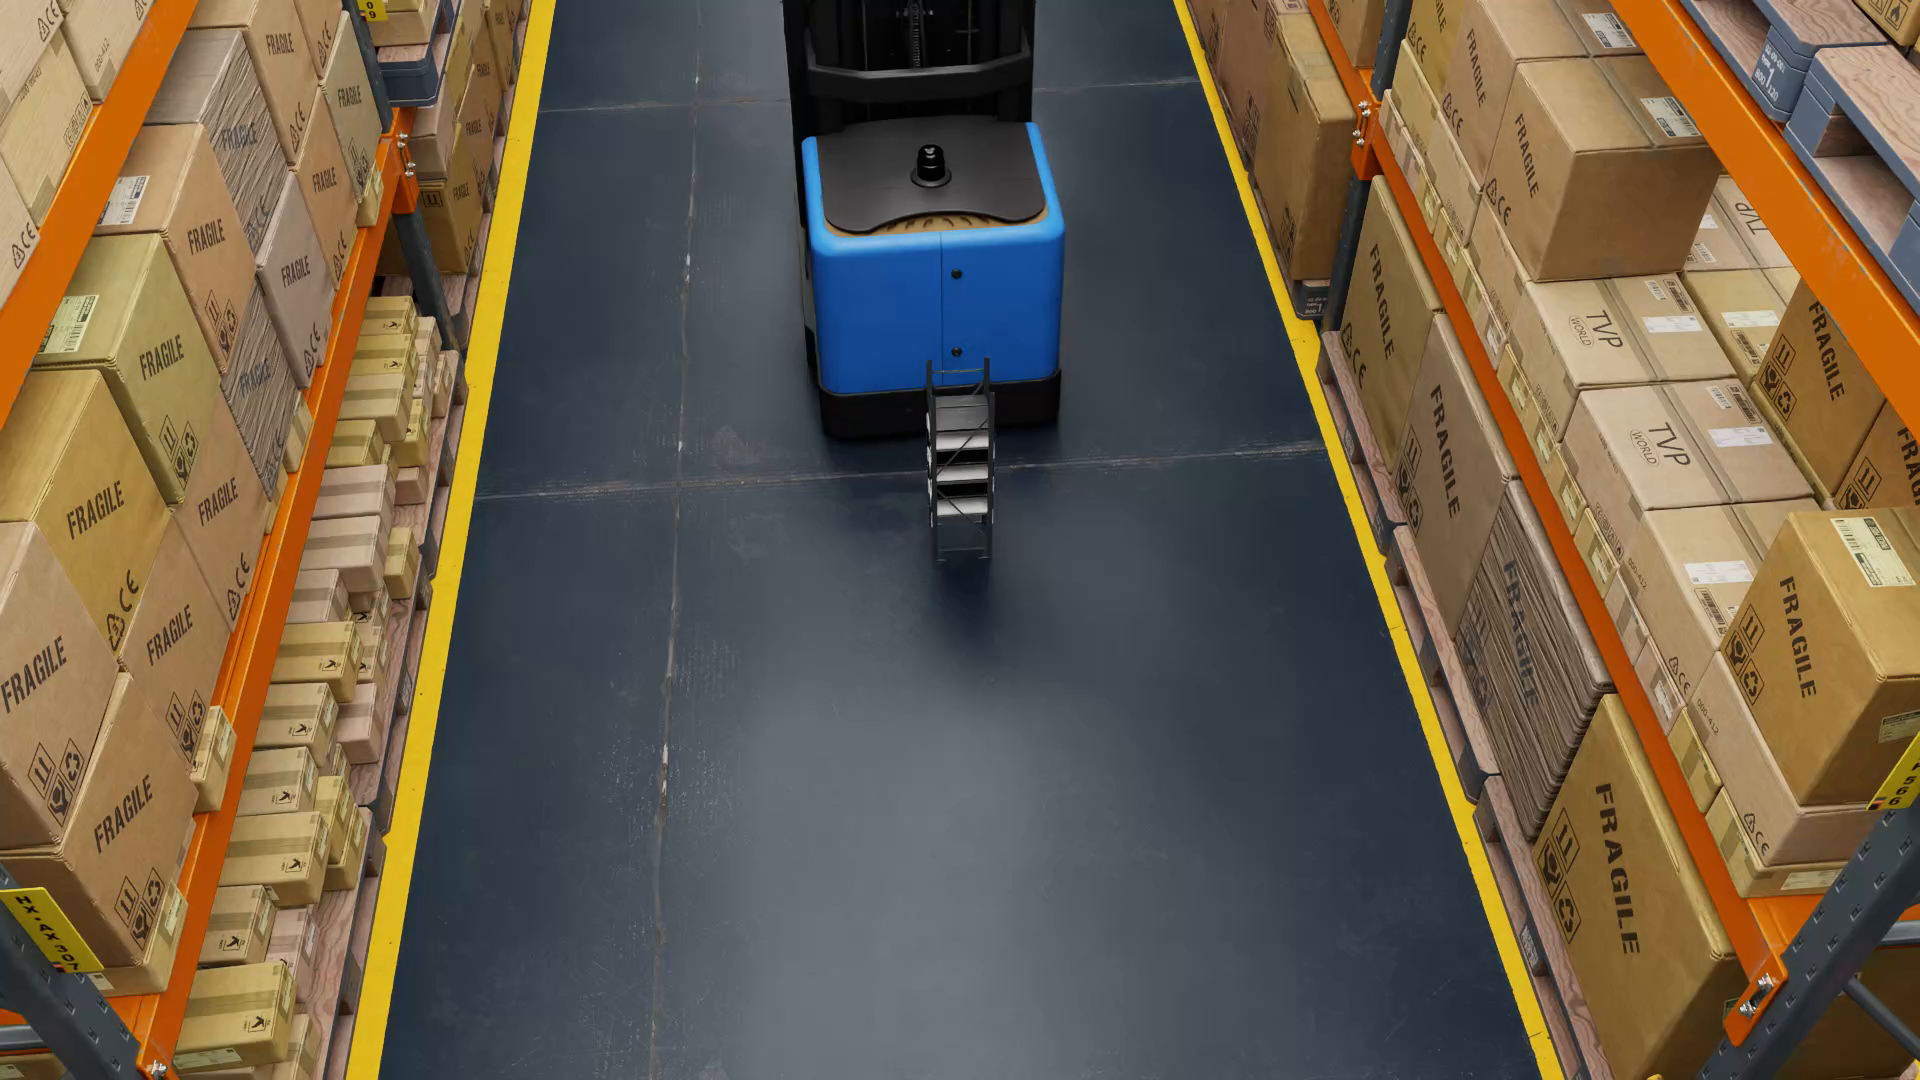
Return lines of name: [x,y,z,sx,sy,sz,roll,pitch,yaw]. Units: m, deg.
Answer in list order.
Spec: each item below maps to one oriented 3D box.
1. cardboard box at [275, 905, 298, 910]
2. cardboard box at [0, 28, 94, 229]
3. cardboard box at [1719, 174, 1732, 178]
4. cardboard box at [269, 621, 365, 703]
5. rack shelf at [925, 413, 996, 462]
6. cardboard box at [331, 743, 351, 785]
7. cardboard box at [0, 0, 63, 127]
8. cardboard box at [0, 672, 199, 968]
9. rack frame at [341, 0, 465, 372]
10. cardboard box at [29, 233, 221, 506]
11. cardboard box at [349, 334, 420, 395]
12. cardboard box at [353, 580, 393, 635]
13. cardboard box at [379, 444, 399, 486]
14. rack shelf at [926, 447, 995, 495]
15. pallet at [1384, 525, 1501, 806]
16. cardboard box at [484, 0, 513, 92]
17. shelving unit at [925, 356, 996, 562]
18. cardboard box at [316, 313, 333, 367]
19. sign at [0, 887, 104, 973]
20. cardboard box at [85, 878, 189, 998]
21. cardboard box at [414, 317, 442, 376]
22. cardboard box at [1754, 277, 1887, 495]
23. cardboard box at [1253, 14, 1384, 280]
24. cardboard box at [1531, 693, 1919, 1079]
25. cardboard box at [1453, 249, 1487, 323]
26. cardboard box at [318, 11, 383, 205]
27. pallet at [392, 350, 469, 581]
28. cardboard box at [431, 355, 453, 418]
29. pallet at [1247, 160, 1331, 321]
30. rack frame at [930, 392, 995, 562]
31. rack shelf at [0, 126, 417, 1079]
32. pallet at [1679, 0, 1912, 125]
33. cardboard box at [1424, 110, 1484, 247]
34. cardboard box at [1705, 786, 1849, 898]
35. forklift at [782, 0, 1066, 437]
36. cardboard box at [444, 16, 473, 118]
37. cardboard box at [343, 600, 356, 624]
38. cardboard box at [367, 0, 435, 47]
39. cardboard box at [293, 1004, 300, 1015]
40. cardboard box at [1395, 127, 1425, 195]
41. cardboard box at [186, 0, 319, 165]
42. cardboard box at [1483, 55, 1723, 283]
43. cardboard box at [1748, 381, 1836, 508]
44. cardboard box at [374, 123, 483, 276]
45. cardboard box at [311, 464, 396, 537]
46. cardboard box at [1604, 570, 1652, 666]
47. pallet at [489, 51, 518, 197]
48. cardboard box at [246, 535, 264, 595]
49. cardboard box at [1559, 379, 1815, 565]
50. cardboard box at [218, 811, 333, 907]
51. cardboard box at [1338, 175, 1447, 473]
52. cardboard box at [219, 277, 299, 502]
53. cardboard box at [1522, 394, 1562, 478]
cardboard box: [-2.294,1.110,5.238,0.380,0.149,0.250,-3,47,-3]
cardboard box: [-2.309,-0.929,3.737,0.500,0.250,0.500,-5,47,-5]
cardboard box: [2.530,-1.351,5.998,0.500,0.250,0.500,-2,47,-2]
cardboard box: [-2.265,0.425,5.682,0.380,0.149,0.250,-3,47,-3]
rack shelf: [0.001,-0.404,6.448,0.258,0.077,0.200,-3,47,-3]
cardboard box: [-2.315,0.848,5.692,0.380,0.149,0.250,-3,47,-3]
cardboard box: [-2.283,-1.084,3.541,0.500,0.250,0.500,-3,47,-3]
cardboard box: [-2.192,0.666,3.916,0.500,0.500,0.500,-1,47,-1]
rack frame: [-2.765,-1.749,6.477,1.000,3.000,0.127,-3,47,-3]
cardboard box: [-2.273,-0.419,4.255,0.500,0.500,0.500,-4,47,-4]
cardboard box: [-2.415,-0.694,6.742,0.380,0.149,0.250,-3,47,-3]
cardboard box: [-2.351,0.291,6.219,0.380,0.149,0.250,-3,47,-3]
cardboard box: [-2.424,-0.232,6.510,0.380,0.149,0.250,-3,47,-3]
rack shelf: [0.001,-0.281,6.578,0.258,0.077,0.200,-3,47,-3]
pallet: [2.277,0.421,6.343,1.003,0.211,1.213,-3,47,-3]
cardboard box: [-2.684,-2.711,8.820,0.500,0.500,0.500,-5,47,-5]
shelving unit: [0.001,-0.304,6.554,0.258,0.900,0.210,-3,47,-3]
cardboard box: [-2.365,-0.711,5.667,0.380,0.149,0.250,-5,47,-5]
sign: [-1.889,0.814,3.453,0.100,0.325,0.005,-3,47,-3]
cardboard box: [-2.131,0.977,4.068,0.380,0.149,0.250,-4,47,-4]
cardboard box: [-2.422,-0.807,7.054,0.380,0.149,0.250,-3,47,-2]
cardboard box: [2.658,-0.492,4.669,0.500,0.500,0.500,-5,47,-4]
cardboard box: [2.112,-1.853,7.750,1.225,0.875,0.875,-3,47,-3]
cardboard box: [2.388,1.044,5.006,0.875,0.875,0.875,-3,47,-3]
cardboard box: [1.969,-0.901,5.847,0.380,0.149,0.250,-4,47,-4]
cardboard box: [-2.443,-1.553,6.018,0.500,0.500,0.500,-3,47,-3]
pallet: [-2.674,-0.307,7.032,1.003,0.211,1.213,-3,47,-3]
cardboard box: [-2.393,-0.650,7.111,0.380,0.149,0.250,-3,47,-3]
pallet: [2.046,-1.573,8.230,1.003,0.211,1.213,-3,47,-3]
rack frame: [0.009,-0.230,6.485,0.240,0.900,0.006,-3,47,-3]
rack shelf: [-2.598,-0.055,5.368,1.077,0.370,4.000,-3,47,-3]
pallet: [2.343,-1.505,4.241,1.003,0.211,1.213,-3,47,-3]
cardboard box: [2.001,-1.312,5.962,0.500,0.250,0.500,-4,47,-3]
cardboard box: [2.163,0.765,4.269,0.380,0.149,0.250,-3,47,-3]
forklift: [-0.249,-2.531,7.265,1.130,2.935,3.031,-5,47,-5]
cardboard box: [-2.611,-2.228,7.846,0.500,0.250,0.500,-2,47,-2]
cardboard box: [-2.400,0.342,5.966,0.380,0.149,0.250,-1,47,-1]
cardboard box: [-2.340,-2.120,6.712,0.380,0.149,0.250,-6,47,-5]
cardboard box: [-2.259,1.398,5.171,0.380,0.149,0.250,-4,47,-3]
cardboard box: [1.901,-1.467,6.383,0.380,0.149,0.250,-5,47,-5]
cardboard box: [-2.408,-1.532,5.310,0.500,0.500,0.500,-5,47,-5]
cardboard box: [2.053,-1.191,5.331,0.500,0.500,0.500,-5,47,-5]
cardboard box: [2.661,-0.238,4.944,0.500,0.250,0.500,-5,47,-5]
cardboard box: [-2.563,-1.585,7.754,0.500,0.500,0.500,-2,47,-2]
cardboard box: [-2.328,-0.131,6.210,0.380,0.149,0.250,-6,47,-5]
cardboard box: [2.100,0.214,4.791,0.380,0.149,0.250,-3,47,-3]
pallet: [-2.937,-2.238,8.861,1.003,0.211,1.213,-3,47,-3]
cardboard box: [-2.311,0.040,4.956,0.380,0.149,0.250,-4,47,-4]
cardboard box: [2.131,-0.204,4.912,0.500,0.250,0.500,-5,47,-5]
cardboard box: [-2.172,0.994,5.144,0.380,0.149,0.250,-4,47,-3]
cardboard box: [2.161,-0.909,6.856,0.875,0.875,0.875,-3,47,-3]
cardboard box: [-2.340,-0.443,4.966,0.500,0.500,0.500,-5,47,-4]
cardboard box: [2.035,-0.341,5.316,0.380,0.149,0.250,-3,47,-3]
